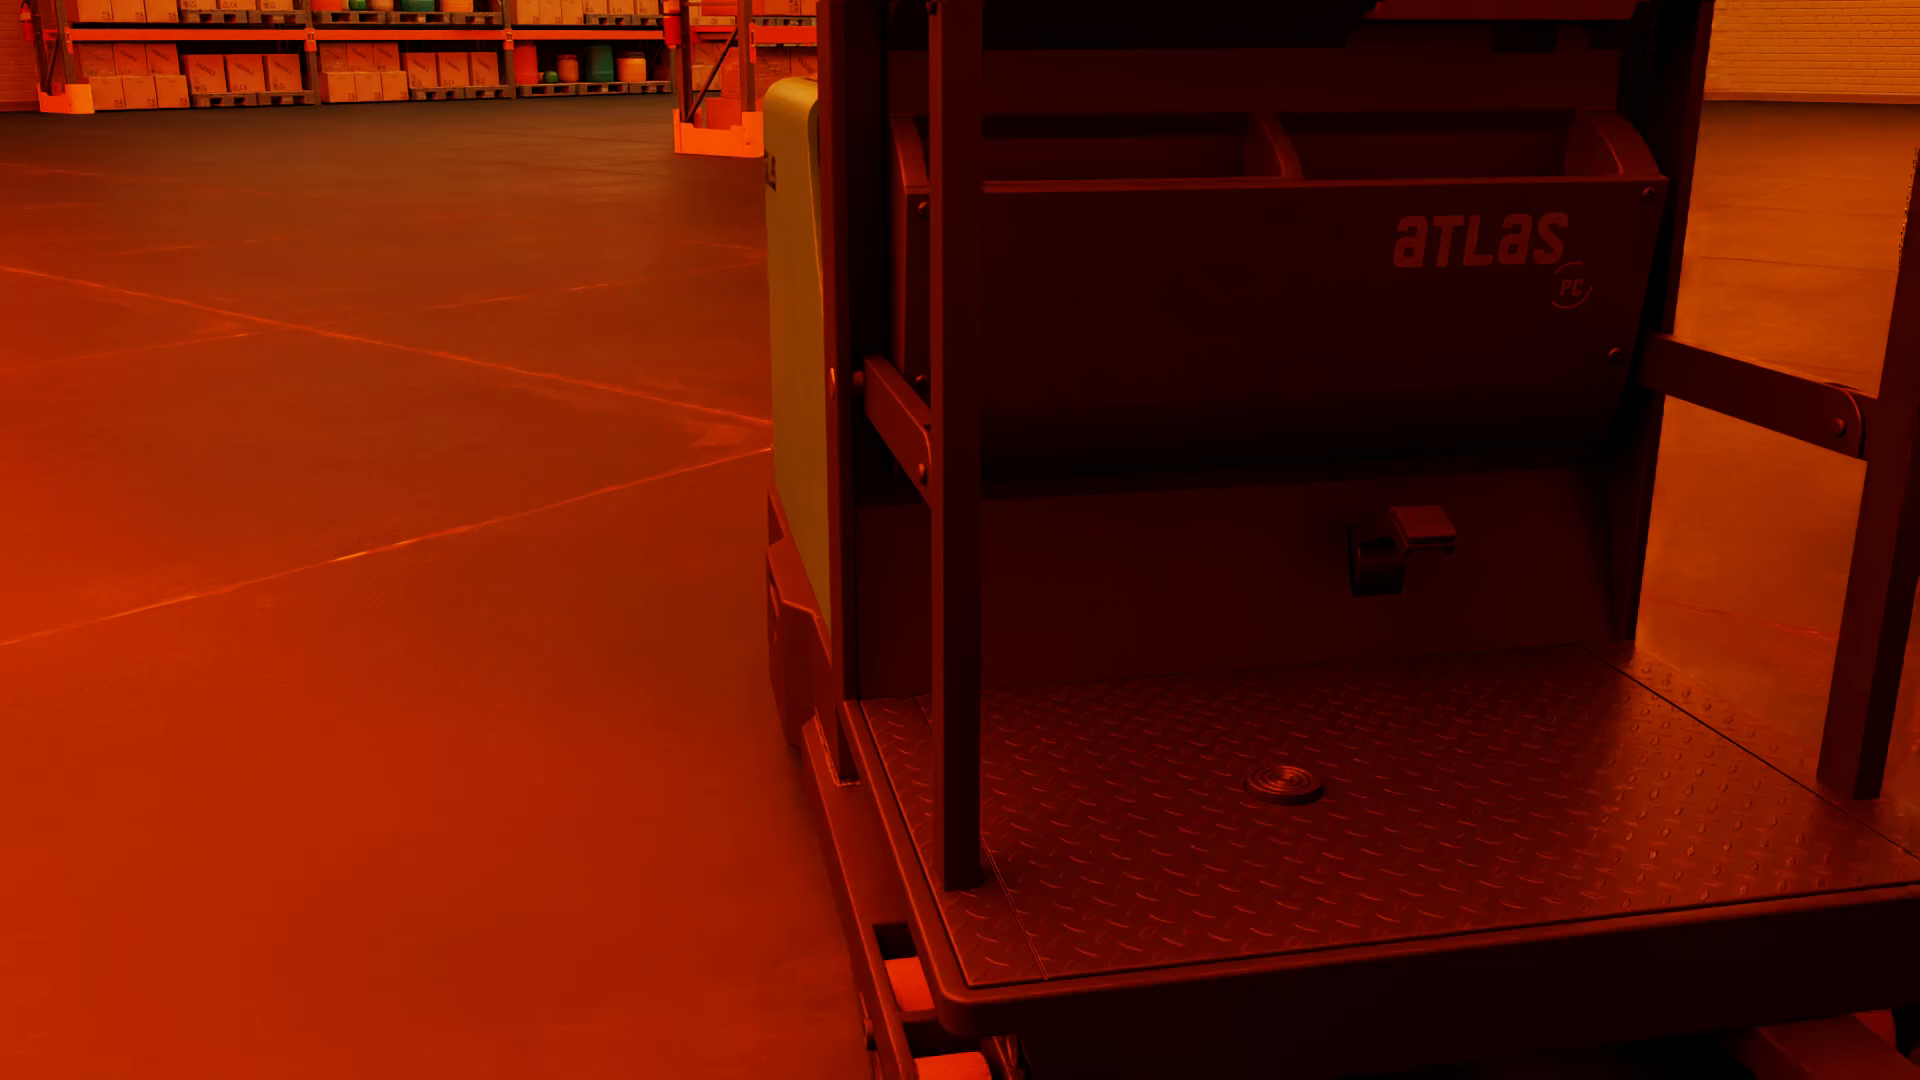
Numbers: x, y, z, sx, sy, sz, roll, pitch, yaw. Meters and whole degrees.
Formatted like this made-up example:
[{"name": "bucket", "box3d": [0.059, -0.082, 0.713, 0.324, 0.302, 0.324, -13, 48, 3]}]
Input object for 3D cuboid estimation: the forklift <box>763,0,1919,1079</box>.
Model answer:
[{"name": "forklift", "box3d": [0.426, -0.833, 1.640, 1.130, 2.935, 3.031, -3, 17, -11]}]
